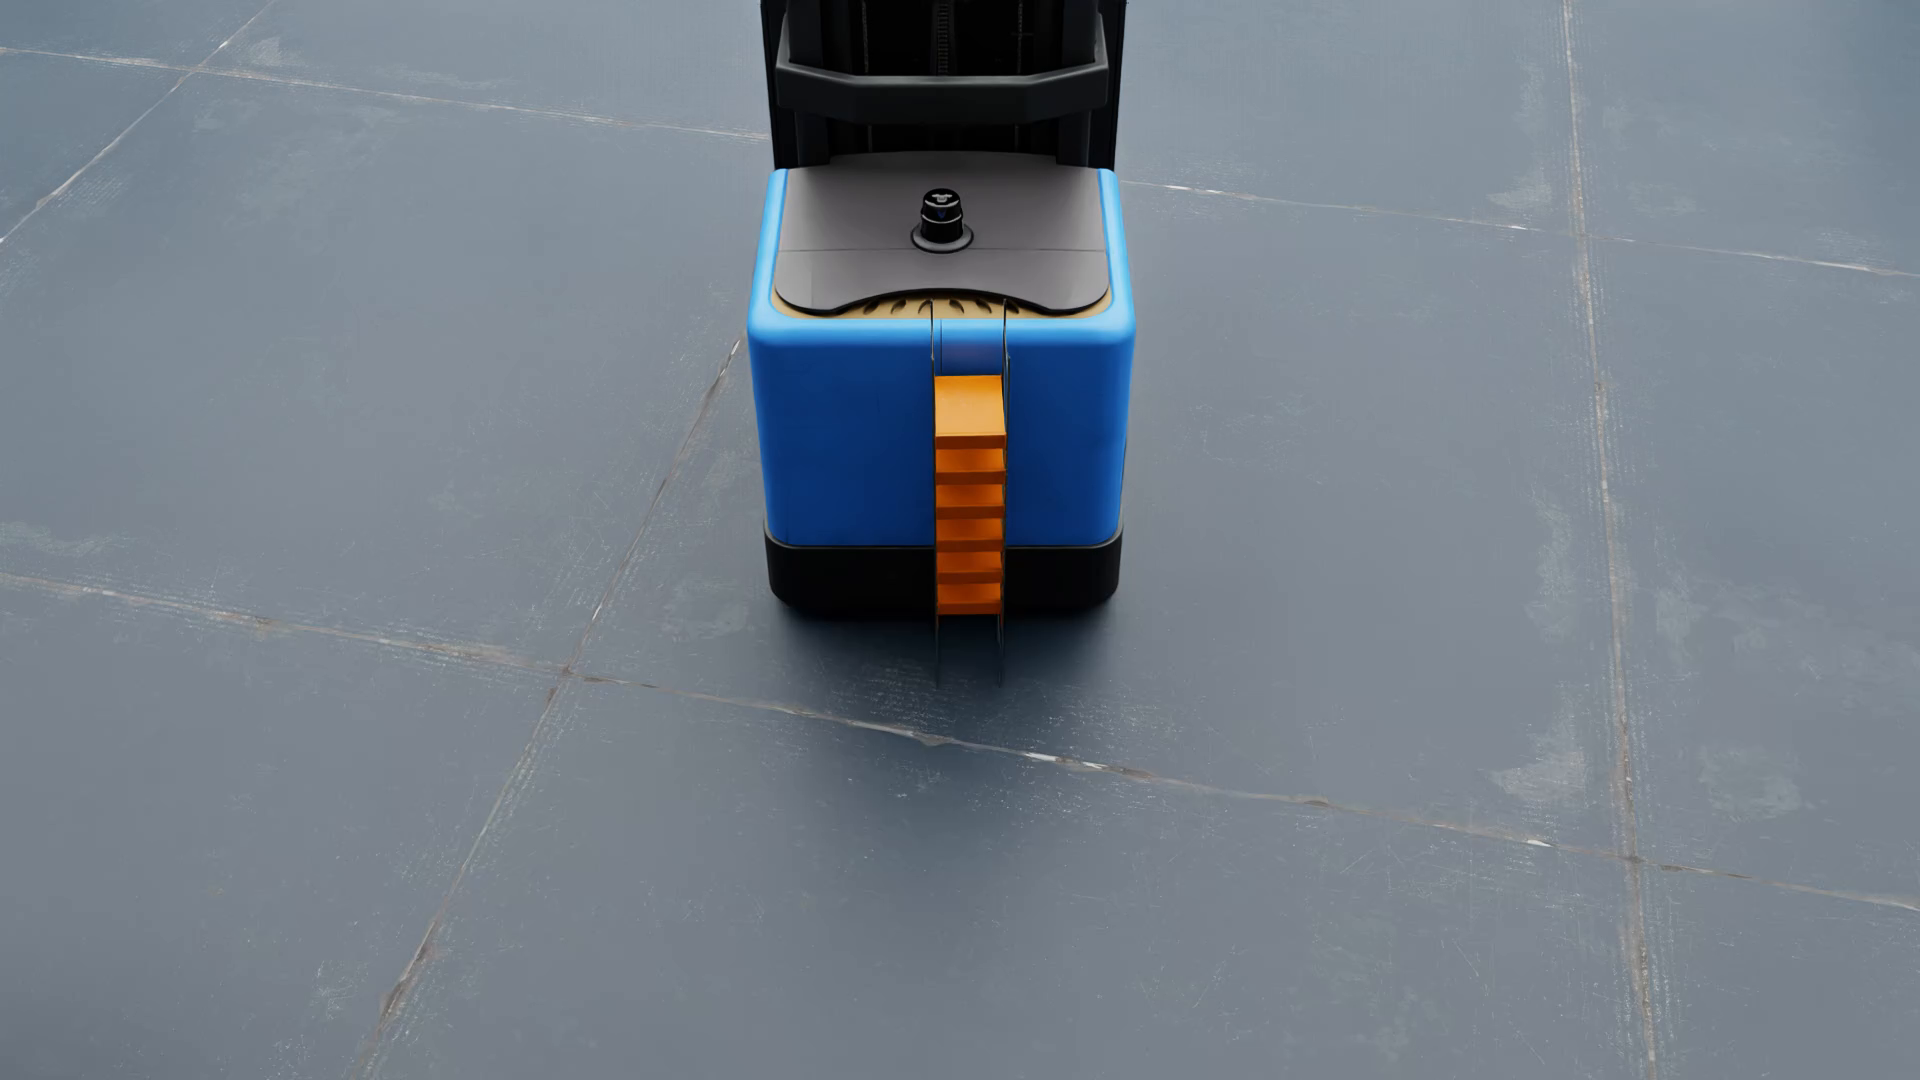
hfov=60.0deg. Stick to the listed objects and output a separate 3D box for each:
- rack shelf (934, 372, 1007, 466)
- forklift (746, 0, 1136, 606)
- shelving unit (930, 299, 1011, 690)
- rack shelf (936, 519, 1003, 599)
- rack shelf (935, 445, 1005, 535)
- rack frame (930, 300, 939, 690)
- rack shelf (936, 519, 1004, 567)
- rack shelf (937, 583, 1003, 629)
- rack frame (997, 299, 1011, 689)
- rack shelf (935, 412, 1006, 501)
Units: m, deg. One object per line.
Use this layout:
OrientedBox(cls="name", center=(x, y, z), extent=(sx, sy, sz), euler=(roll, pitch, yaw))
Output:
OrientedBox(cls="rack shelf", center=(0.024, -0.310, 4.252), extent=(0.180, 0.103, 0.258), euler=(-1, 44, -1))
OrientedBox(cls="forklift", center=(-0.050, -1.857, 5.066), extent=(1.130, 2.935, 3.031), euler=(0, 44, 0))
OrientedBox(cls="shelving unit", center=(0.024, -0.083, 4.471), extent=(0.189, 1.200, 0.258), euler=(-1, 44, -1))
OrientedBox(cls="rack shelf", center=(0.024, 0.035, 4.585), extent=(0.180, 0.103, 0.258), euler=(-1, 44, -1))
OrientedBox(cls="rack shelf", center=(0.024, -0.137, 4.419), extent=(0.180, 0.103, 0.258), euler=(-1, 44, -1))
OrientedBox(cls="rack frame", center=(-0.068, -0.081, 4.469), extent=(0.006, 1.200, 0.240), euler=(-1, 44, -1))
OrientedBox(cls="rack shelf", center=(0.024, -0.051, 4.502), extent=(0.180, 0.103, 0.258), euler=(-1, 44, -1))
OrientedBox(cls="rack shelf", center=(0.024, 0.122, 4.668), extent=(0.180, 0.103, 0.258), euler=(-1, 44, -1))
OrientedBox(cls="rack frame", center=(0.115, -0.085, 4.473), extent=(0.006, 1.200, 0.240), euler=(-1, 44, -1))
OrientedBox(cls="rack shelf", center=(0.024, -0.224, 4.335), extent=(0.180, 0.103, 0.258), euler=(-1, 44, -1))
